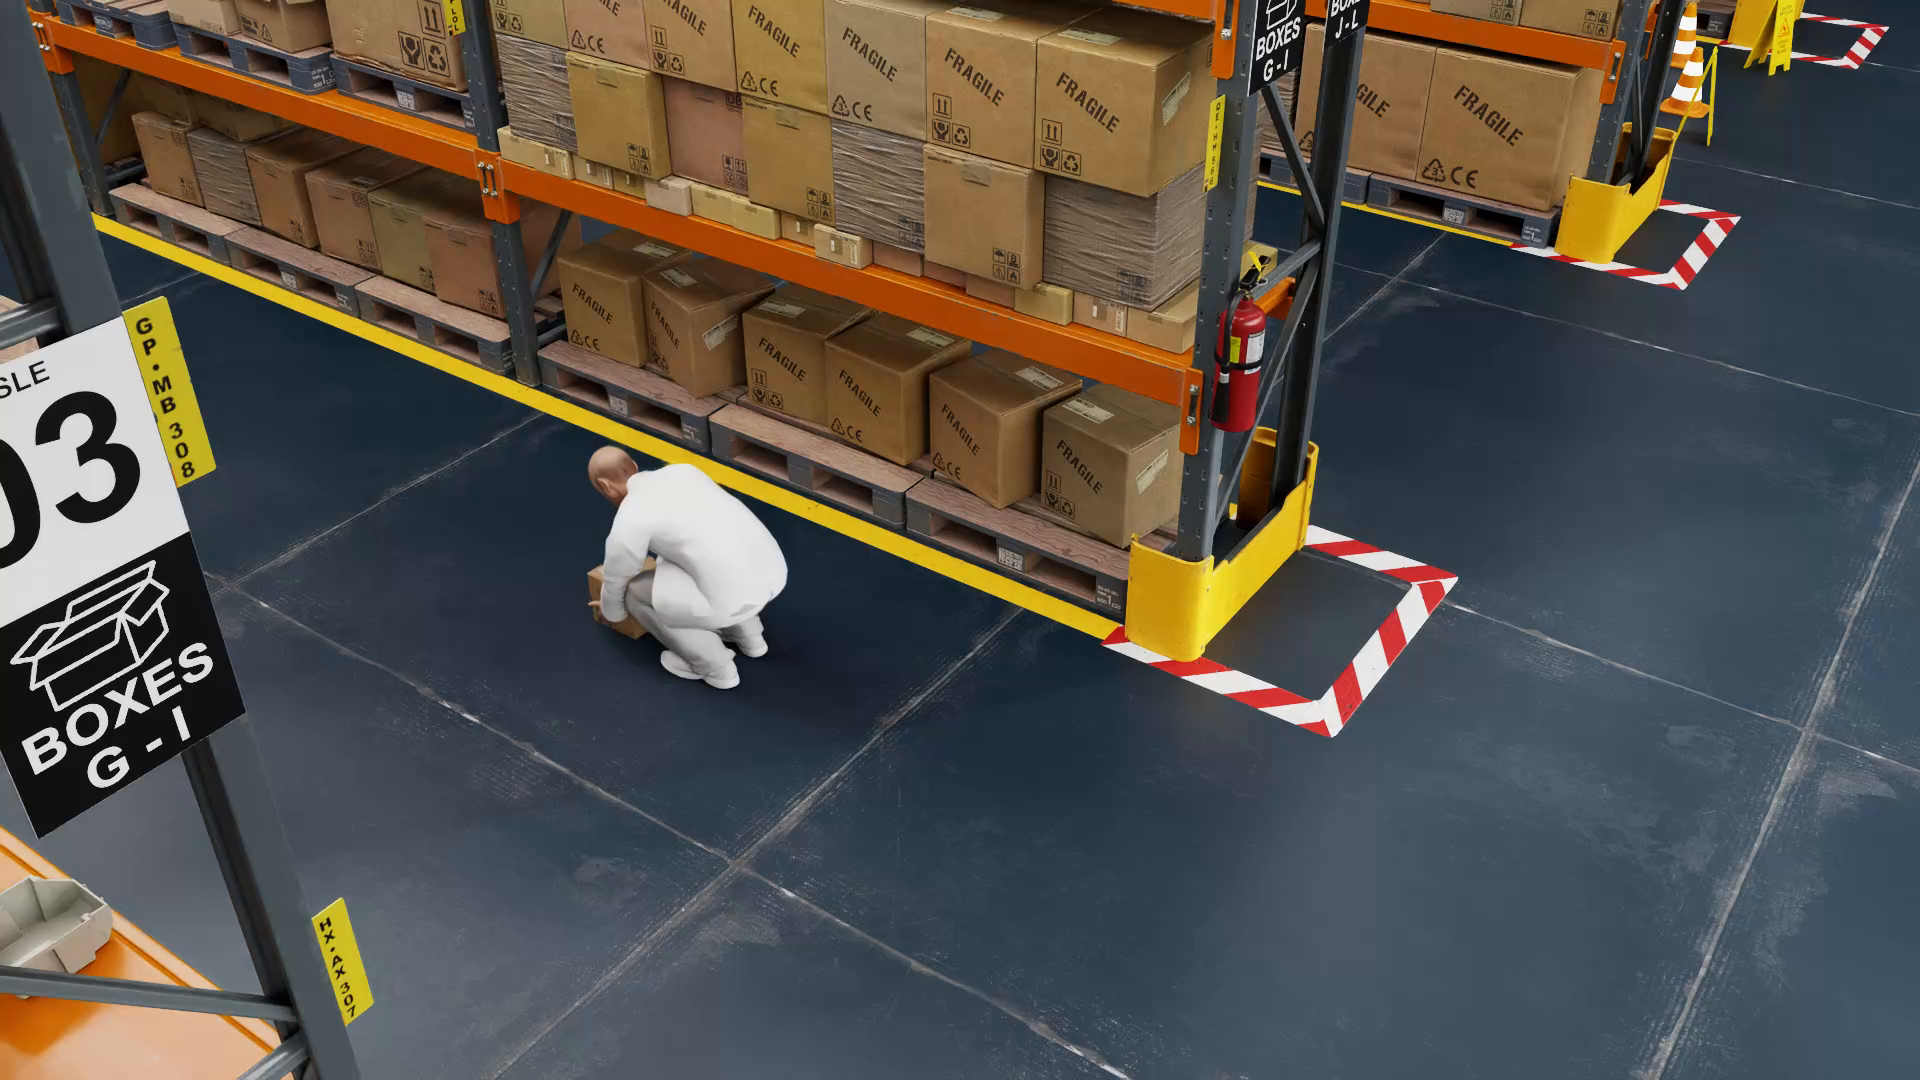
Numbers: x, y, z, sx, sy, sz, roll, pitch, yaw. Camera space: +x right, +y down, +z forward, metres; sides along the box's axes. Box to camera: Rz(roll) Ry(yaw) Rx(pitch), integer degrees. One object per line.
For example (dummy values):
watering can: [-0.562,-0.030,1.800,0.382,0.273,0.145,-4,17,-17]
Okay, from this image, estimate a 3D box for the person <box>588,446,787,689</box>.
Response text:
person: [-1.124,0.086,6.810,0.906,0.906,0.601,21,40,28]
